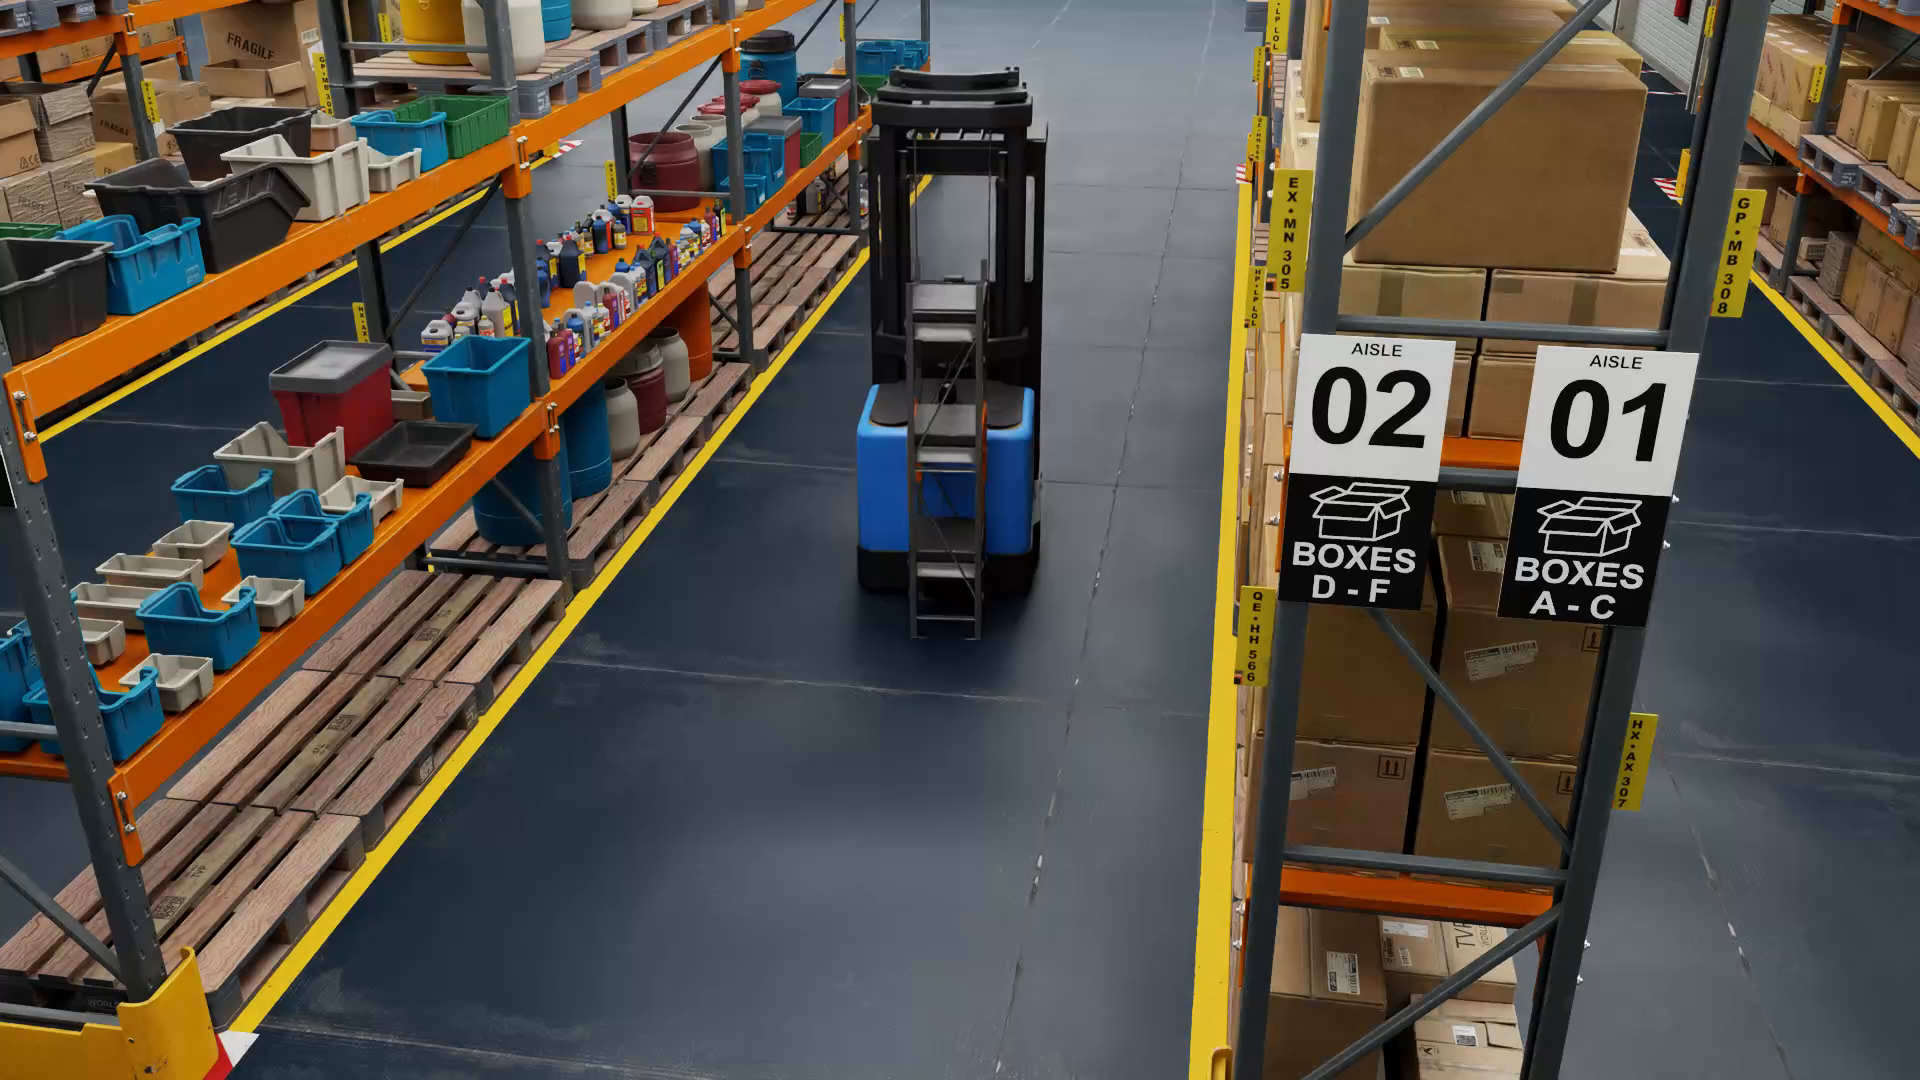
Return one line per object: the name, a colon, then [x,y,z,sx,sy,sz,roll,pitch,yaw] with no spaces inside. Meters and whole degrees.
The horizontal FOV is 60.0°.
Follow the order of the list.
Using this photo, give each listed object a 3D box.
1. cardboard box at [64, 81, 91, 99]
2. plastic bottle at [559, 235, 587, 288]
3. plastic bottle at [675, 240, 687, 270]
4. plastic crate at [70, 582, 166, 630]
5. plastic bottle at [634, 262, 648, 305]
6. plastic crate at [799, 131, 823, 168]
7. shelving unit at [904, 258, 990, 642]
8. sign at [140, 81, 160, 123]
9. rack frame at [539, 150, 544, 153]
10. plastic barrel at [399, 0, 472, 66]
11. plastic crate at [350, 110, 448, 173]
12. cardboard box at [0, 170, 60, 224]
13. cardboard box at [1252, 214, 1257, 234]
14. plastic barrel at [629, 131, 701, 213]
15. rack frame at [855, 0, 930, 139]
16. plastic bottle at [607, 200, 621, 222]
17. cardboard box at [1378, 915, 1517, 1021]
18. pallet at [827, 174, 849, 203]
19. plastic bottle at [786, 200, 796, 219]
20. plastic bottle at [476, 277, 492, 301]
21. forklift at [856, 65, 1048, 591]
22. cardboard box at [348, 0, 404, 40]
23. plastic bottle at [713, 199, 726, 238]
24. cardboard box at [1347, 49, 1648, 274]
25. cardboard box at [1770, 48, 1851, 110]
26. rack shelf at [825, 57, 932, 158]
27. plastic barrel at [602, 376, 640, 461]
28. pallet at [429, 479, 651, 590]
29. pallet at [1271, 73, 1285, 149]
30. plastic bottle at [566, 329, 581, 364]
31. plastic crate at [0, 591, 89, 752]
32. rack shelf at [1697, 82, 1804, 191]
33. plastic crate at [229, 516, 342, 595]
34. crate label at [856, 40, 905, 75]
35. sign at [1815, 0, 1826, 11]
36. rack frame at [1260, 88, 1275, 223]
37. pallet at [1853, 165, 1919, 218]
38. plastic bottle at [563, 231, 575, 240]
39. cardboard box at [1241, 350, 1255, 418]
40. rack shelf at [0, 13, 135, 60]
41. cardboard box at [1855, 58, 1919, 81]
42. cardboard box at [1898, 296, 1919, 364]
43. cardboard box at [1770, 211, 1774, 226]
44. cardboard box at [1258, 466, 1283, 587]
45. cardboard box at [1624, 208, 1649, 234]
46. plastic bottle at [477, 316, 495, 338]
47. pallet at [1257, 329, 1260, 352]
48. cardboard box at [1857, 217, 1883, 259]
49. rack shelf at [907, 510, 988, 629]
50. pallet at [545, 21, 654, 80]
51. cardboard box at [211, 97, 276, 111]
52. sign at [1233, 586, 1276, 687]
cardboard box: [-10.967,-4.958,19.814,0.875,0.875,0.875,4,25,9]
plastic bottle: [-2.647,-1.910,11.351,0.144,0.351,0.185,4,25,9]
plastic bottle: [-1.988,-2.016,11.752,0.097,0.201,0.097,0,25,0]
plastic crate: [-3.464,0.272,6.871,0.396,0.136,0.243,4,25,9]
plastic bottle: [-2.124,-1.700,10.995,0.097,0.271,0.097,0,25,0]
plastic crate: [-1.525,-3.521,14.984,0.450,0.188,0.662,4,25,9]
shelving unit: [-0.067,-0.481,9.302,0.431,2.100,0.503,2,25,3]
sign: [-6.511,-3.523,13.372,0.100,0.325,0.005,4,25,9]
rack frame: [-5.751,-6.381,20.845,1.000,3.000,0.127,4,25,9]
plastic barrel: [-2.877,-3.049,9.470,0.600,0.588,0.600,0,25,0]
plastic crate: [-2.660,-1.899,7.928,0.416,0.233,0.300,4,25,9]
cardboard box: [-7.064,-2.432,12.289,0.500,0.500,0.500,3,25,7]
cardboard box: [2.967,-2.855,15.397,0.500,0.311,0.500,4,25,8]
plastic barrel: [-2.396,-2.969,13.394,0.600,0.536,0.708,4,25,9]
rack frame: [-0.865,-6.038,20.111,1.000,3.000,0.127,4,25,9]
plastic bottle: [-2.608,-2.429,12.552,0.097,0.271,0.097,0,25,0]
cardboard box: [1.857,1.628,6.459,0.500,0.250,0.500,4,25,9]
pallet: [-1.171,-3.892,18.816,1.003,0.211,1.213,4,25,9]
plastic bottle: [-1.767,-3.470,17.408,0.097,0.201,0.097,0,25,0]
plastic bottle: [-2.969,-1.481,10.435,0.144,0.351,0.185,4,25,9]
forklift: [-0.006,-1.610,10.732,1.130,2.935,3.031,2,25,3]
cardboard box: [-6.081,-5.512,17.339,0.500,0.500,0.500,4,25,9]
plastic bottle: [-1.818,-2.441,12.563,0.061,0.283,0.133,4,25,9]
cardboard box: [1.474,-1.074,4.671,0.700,0.500,0.500,4,25,9]
cardboard box: [8.103,-4.388,15.855,0.500,0.500,0.500,4,25,8]
rack shelf: [-1.192,-4.876,18.477,1.077,0.370,4.000,4,25,9]
plastic barrel: [-2.424,-0.835,11.435,0.421,0.512,0.421,0,25,0]
pallet: [-2.659,-0.076,10.664,1.003,0.211,1.213,4,25,9]
pallet: [2.236,-2.216,8.629,1.213,0.211,1.003,4,25,9]
plastic bottle: [-2.323,-1.158,9.921,0.097,0.201,0.097,0,25,0]
plastic crate: [-3.609,0.458,6.122,0.616,0.435,0.499,4,25,9]
rack shelf: [8.582,-4.189,17.011,1.077,0.370,4.000,4,25,9]
plastic crate: [-2.900,0.071,7.186,0.416,0.233,0.300,4,25,9]
crate label: [-0.899,-5.266,18.419,0.502,0.435,0.616,4,25,9]
sign: [9.453,-5.972,18.233,0.100,0.325,0.005,4,25,9]
rack frame: [2.714,-2.347,12.227,1.000,3.000,0.127,4,25,9]
pallet: [7.884,-2.750,13.312,1.003,0.211,1.213,4,25,9]
plastic bottle: [-2.759,-2.042,11.726,0.097,0.271,0.097,0,25,0]
cardboard box: [2.277,-1.025,11.830,0.500,0.500,0.500,3,25,7]
rack shelf: [-7.386,-3.232,11.426,1.077,0.370,4.000,4,25,9]
cardboard box: [8.538,-4.142,15.329,0.500,0.500,0.500,3,25,7]
cardboard box: [7.866,-1.585,13.028,0.700,0.500,0.500,4,25,8]
cardboard box: [8.536,-3.254,17.008,0.380,0.149,0.250,2,25,4]
cardboard box: [1.289,0.084,5.735,0.500,0.500,0.500,5,25,10]
cardboard box: [1.836,-0.924,5.235,0.500,0.250,0.500,4,25,9]
plastic bottle: [-2.895,-1.268,10.156,0.097,0.201,0.097,0,25,0]
pallet: [2.400,-1.447,10.529,1.003,0.211,1.213,4,25,9]
cardboard box: [8.083,-2.592,14.295,0.500,0.250,0.500,3,25,7]
rack shelf: [-0.067,0.165,9.604,0.431,0.518,0.480,2,25,3]
pallet: [-2.612,-3.101,10.522,1.003,0.211,1.213,4,25,9]
cardboard box: [-6.558,-3.843,15.103,0.500,0.250,0.500,3,25,7]
sign: [0.862,0.284,4.866,0.100,0.325,0.005,4,25,9]
